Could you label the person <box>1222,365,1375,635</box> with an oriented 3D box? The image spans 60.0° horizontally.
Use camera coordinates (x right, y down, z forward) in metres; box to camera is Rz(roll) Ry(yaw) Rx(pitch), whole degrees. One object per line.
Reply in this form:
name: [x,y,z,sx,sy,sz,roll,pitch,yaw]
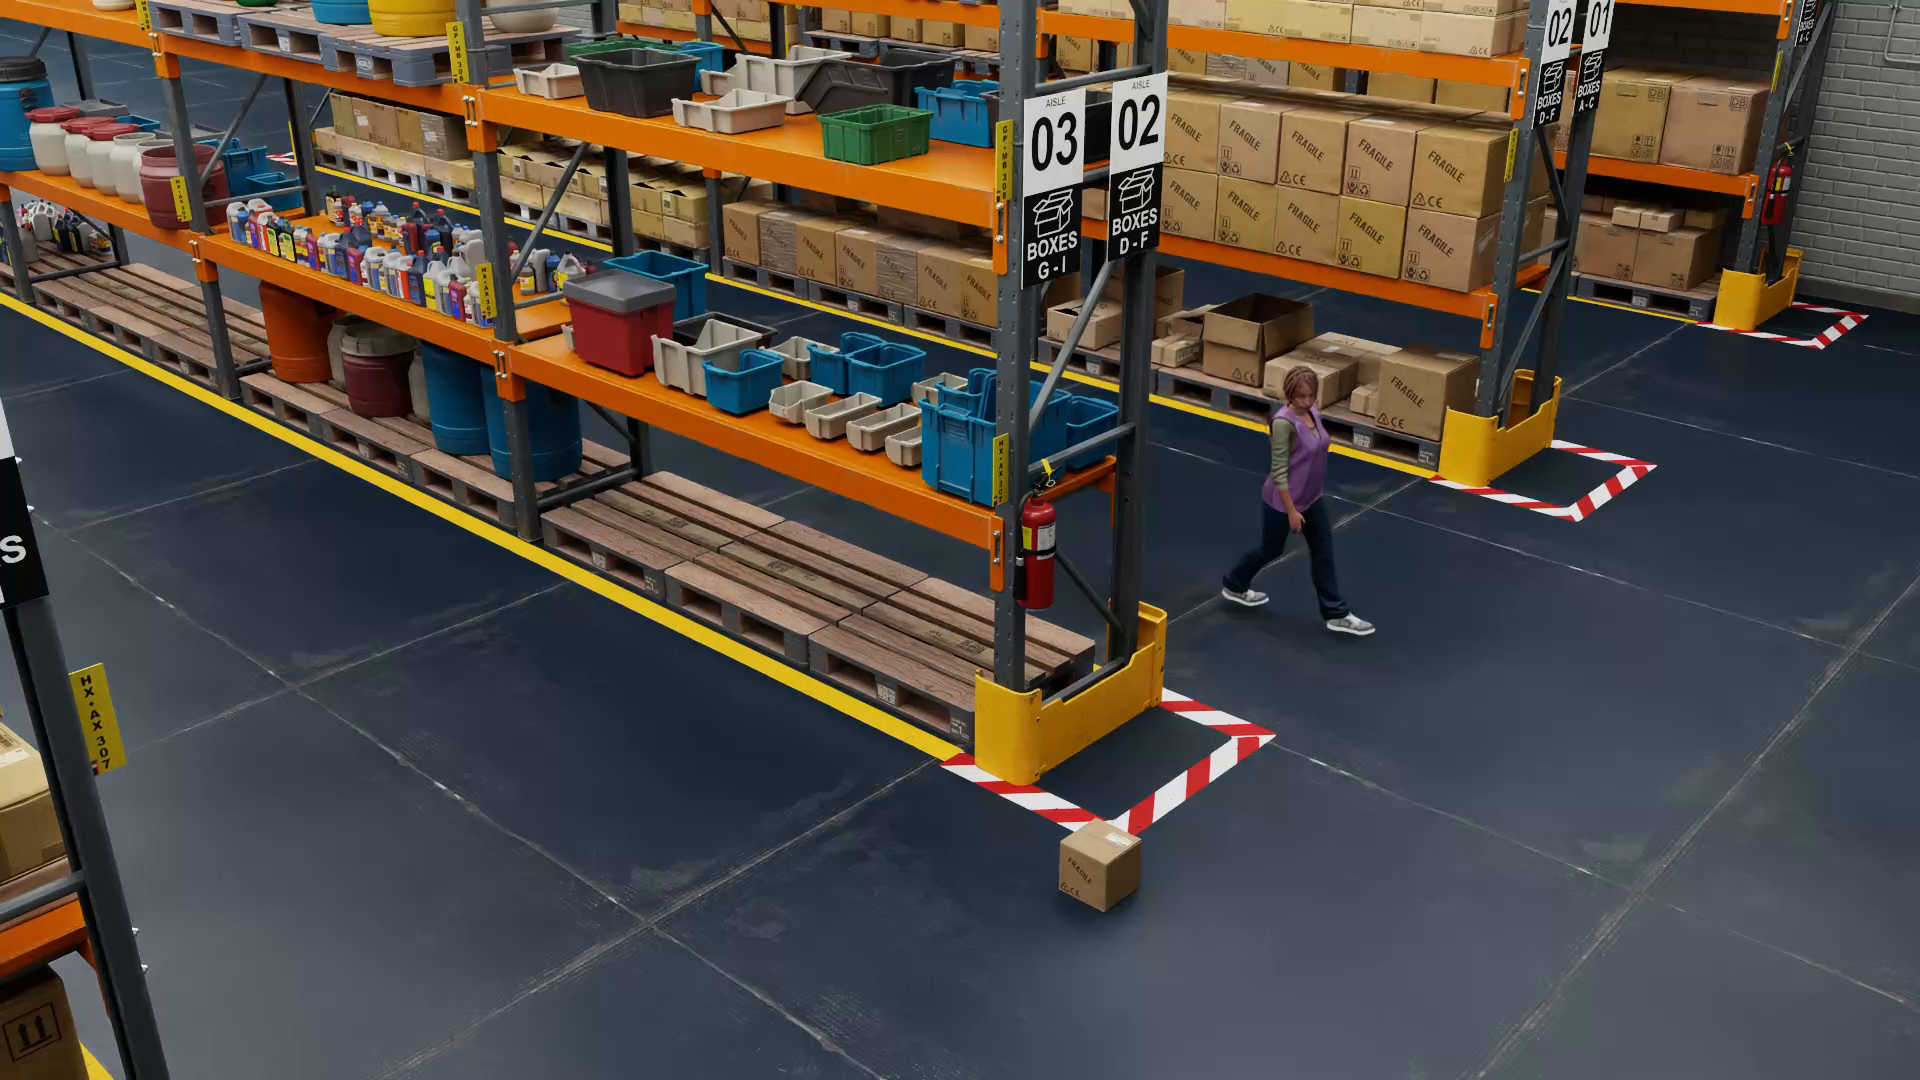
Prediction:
person: [1.854,-0.228,9.100,0.902,1.528,0.465,21,31,38]
